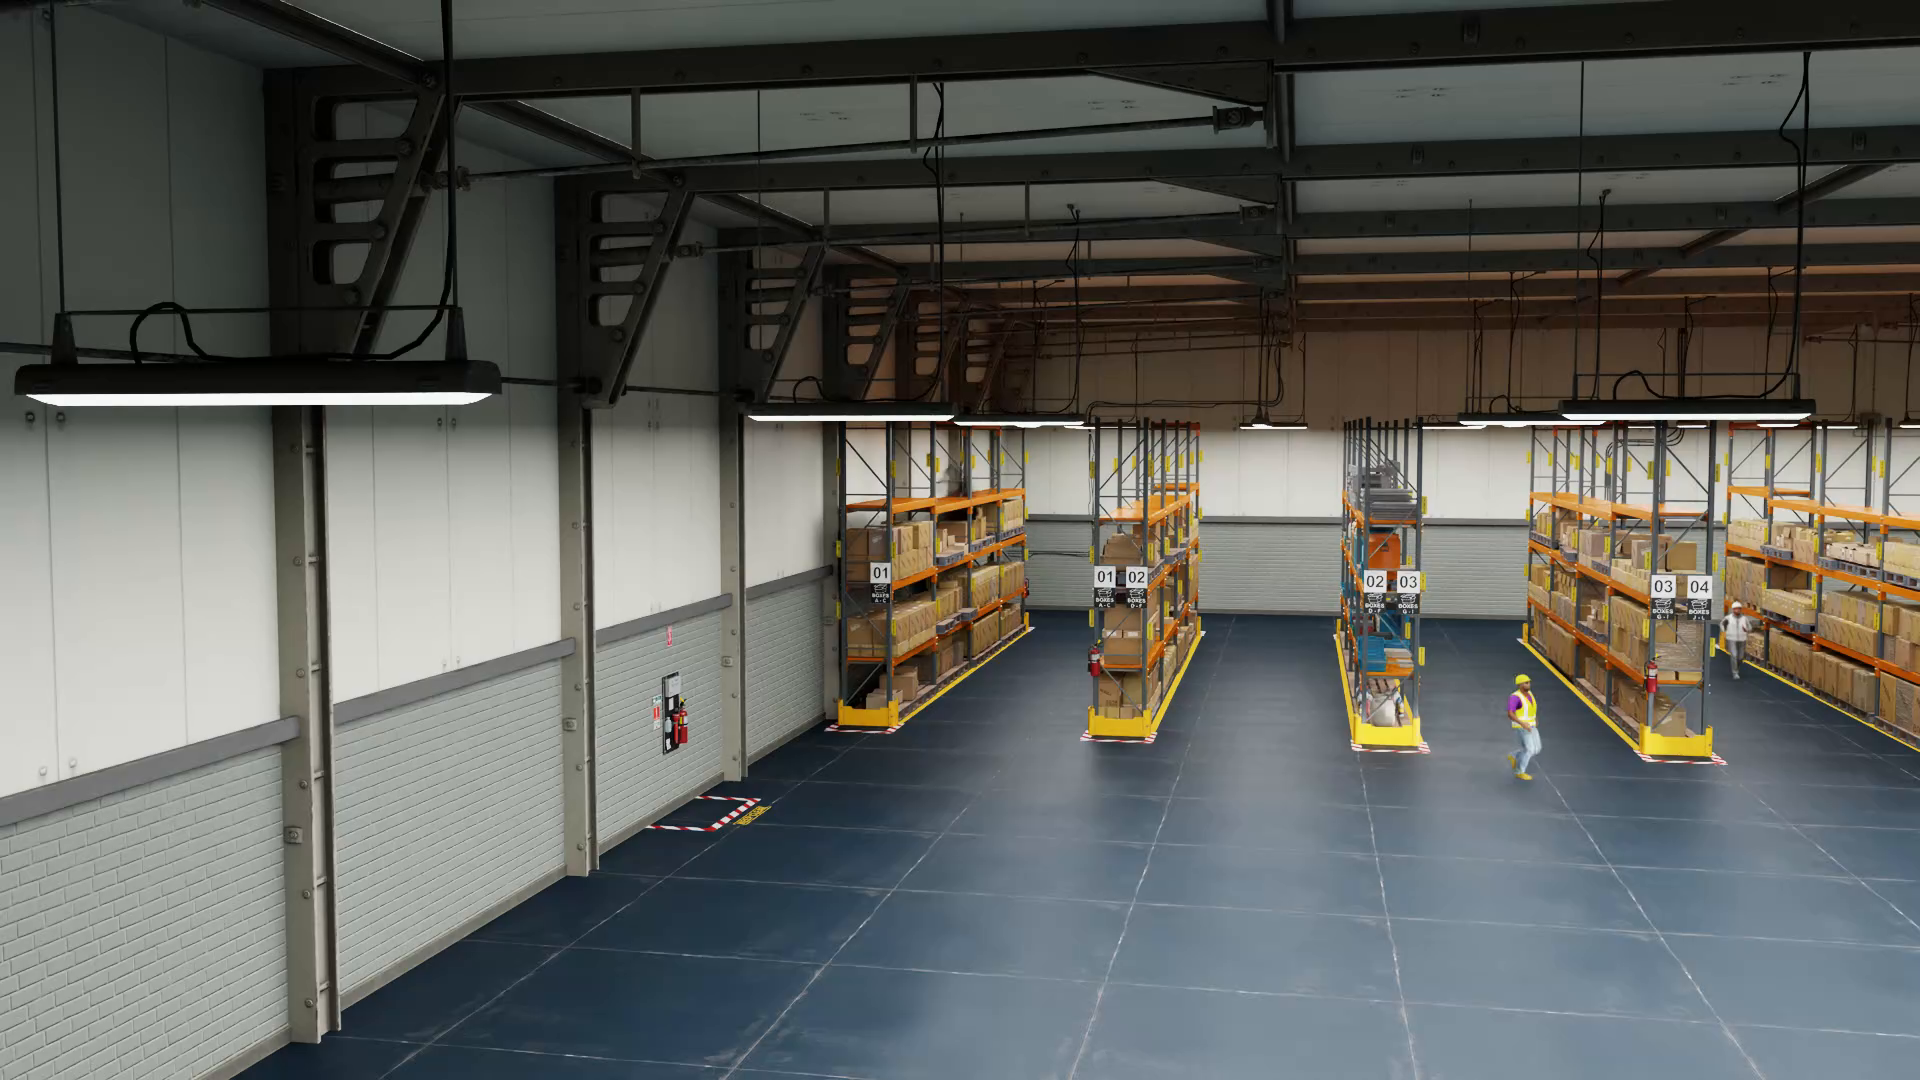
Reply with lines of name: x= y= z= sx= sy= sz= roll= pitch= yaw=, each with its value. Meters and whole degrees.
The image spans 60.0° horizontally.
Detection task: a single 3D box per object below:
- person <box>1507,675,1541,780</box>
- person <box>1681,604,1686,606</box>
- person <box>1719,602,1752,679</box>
person: x=9.310 y=3.080 z=27.500 sx=0.699 sy=1.728 sz=0.543 roll=-3 pitch=5 yaw=-43
person: x=18.932 y=2.075 z=44.302 sx=0.770 sy=1.599 sz=0.640 roll=2 pitch=4 yaw=33
person: x=18.020 y=2.318 z=38.608 sx=0.662 sy=1.749 sz=0.961 roll=1 pitch=4 yaw=11
